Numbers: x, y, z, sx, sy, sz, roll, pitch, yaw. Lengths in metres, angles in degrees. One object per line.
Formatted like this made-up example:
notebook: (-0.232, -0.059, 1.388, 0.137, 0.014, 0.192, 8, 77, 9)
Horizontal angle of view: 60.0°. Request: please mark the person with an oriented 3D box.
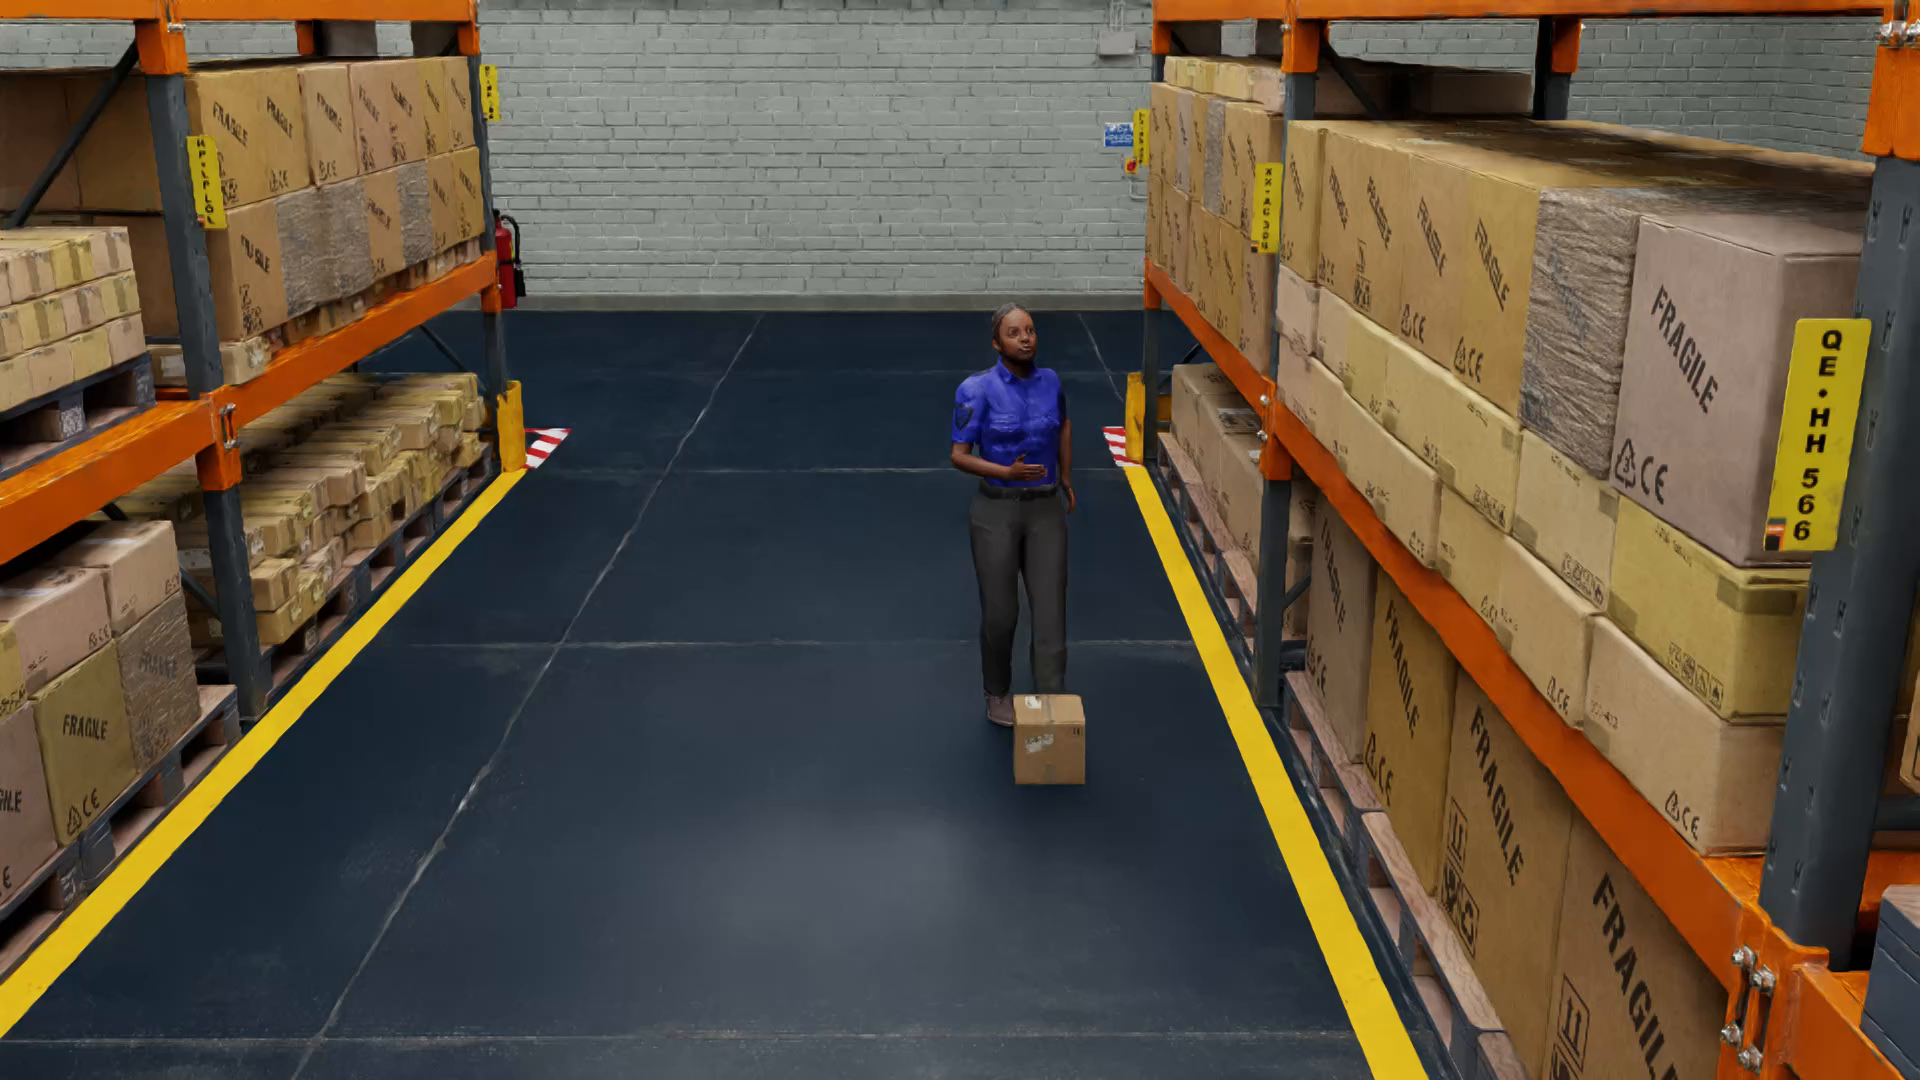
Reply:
person: (0.237, -0.029, 6.233, 0.541, 1.680, 0.687, -4, 18, -13)
